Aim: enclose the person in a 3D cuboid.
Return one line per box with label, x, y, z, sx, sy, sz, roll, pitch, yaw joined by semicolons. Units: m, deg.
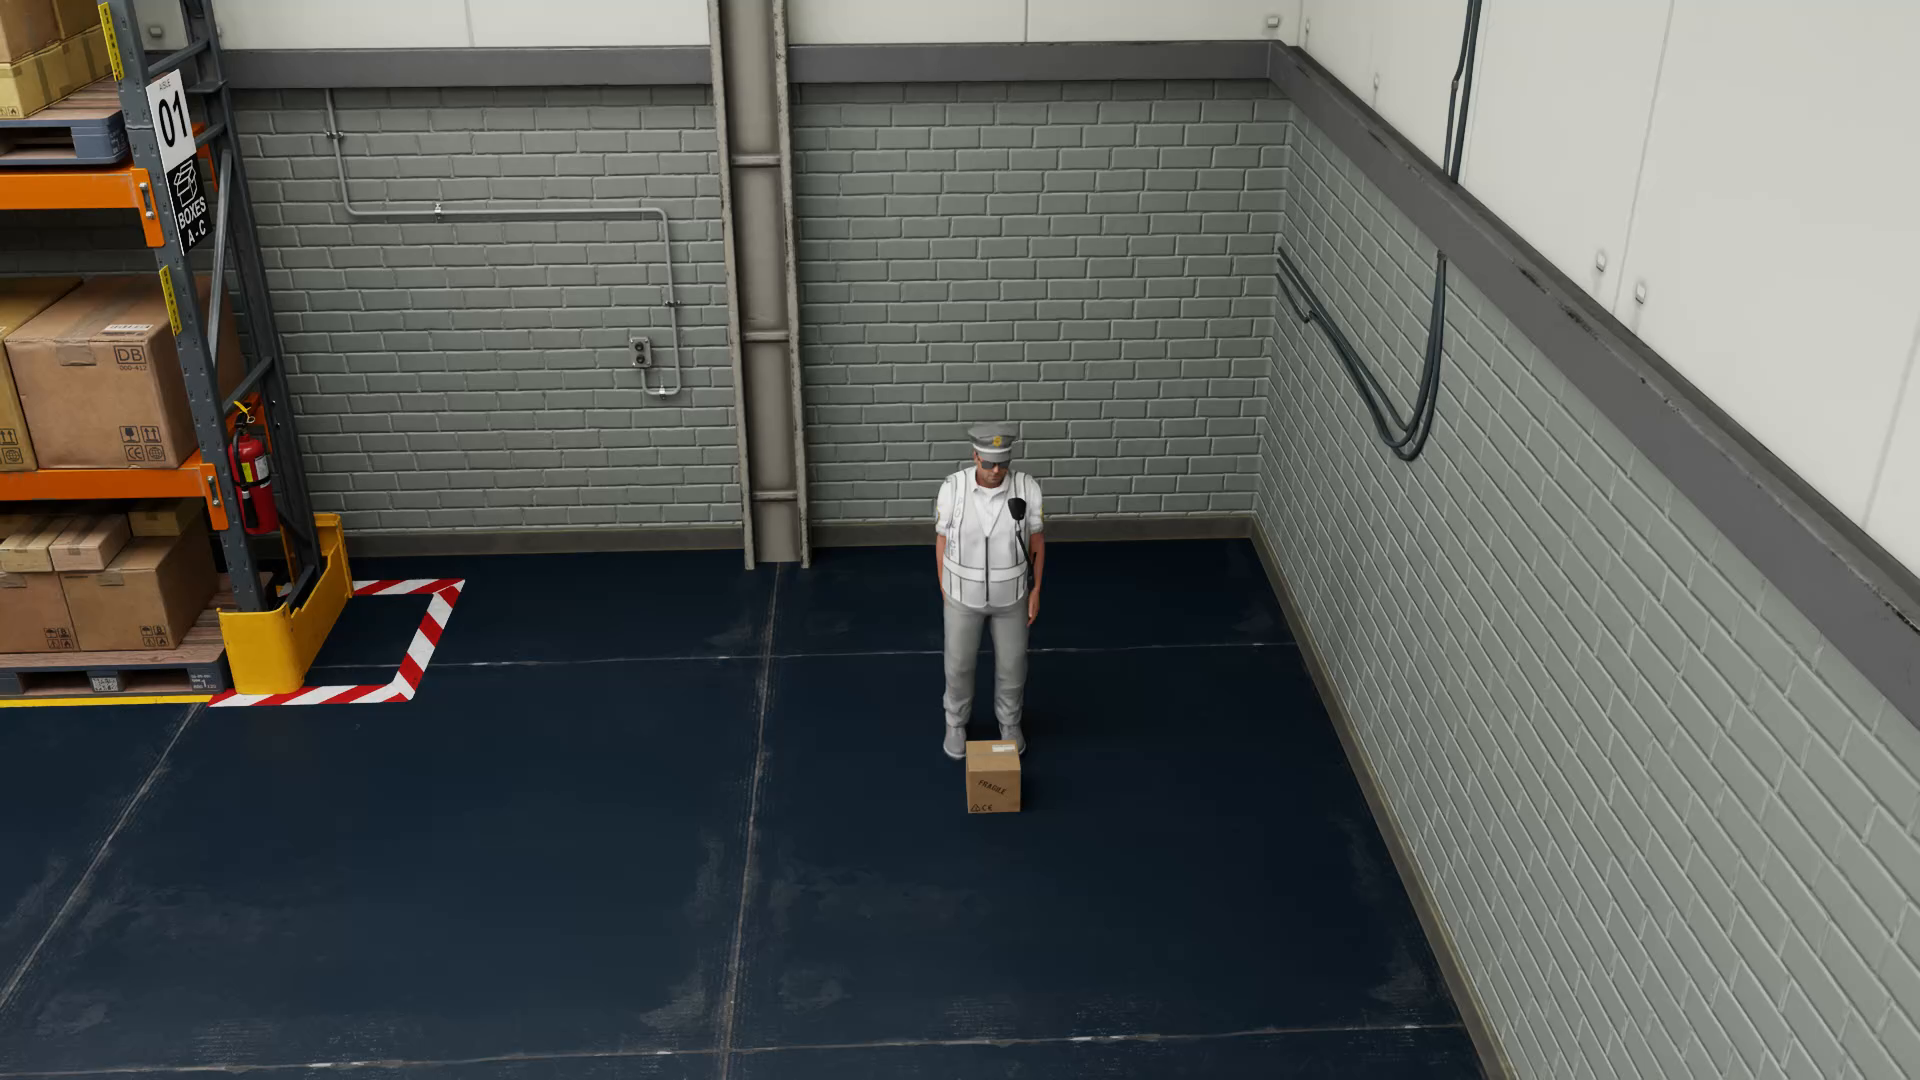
person;0.149;0.255;8.129;0.528;1.752;0.393;-1;27;-1
